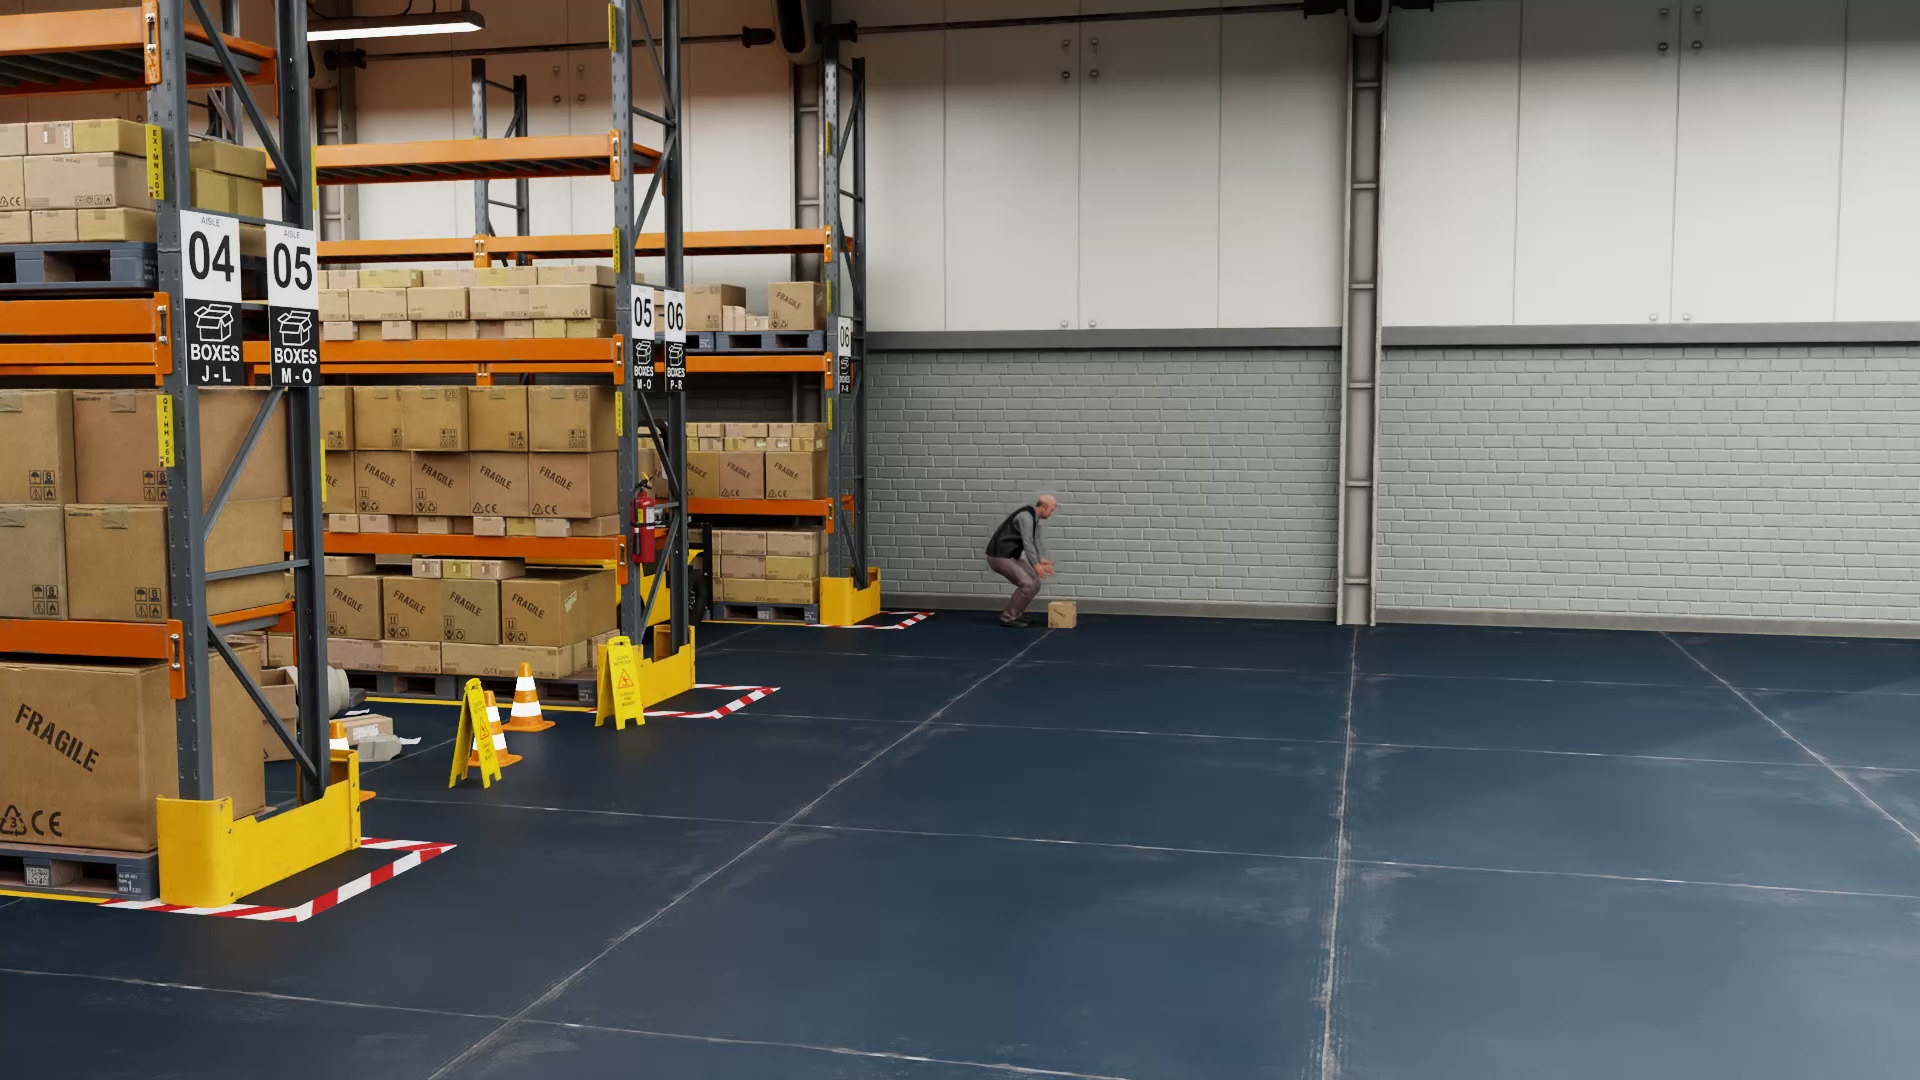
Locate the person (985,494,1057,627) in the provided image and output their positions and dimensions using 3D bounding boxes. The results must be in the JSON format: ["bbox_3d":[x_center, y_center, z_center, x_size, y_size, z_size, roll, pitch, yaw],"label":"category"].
[{"bbox_3d":[0.646,0.205,17.330,0.727,1.375,0.591,1,5,14],"label":"person"}]
